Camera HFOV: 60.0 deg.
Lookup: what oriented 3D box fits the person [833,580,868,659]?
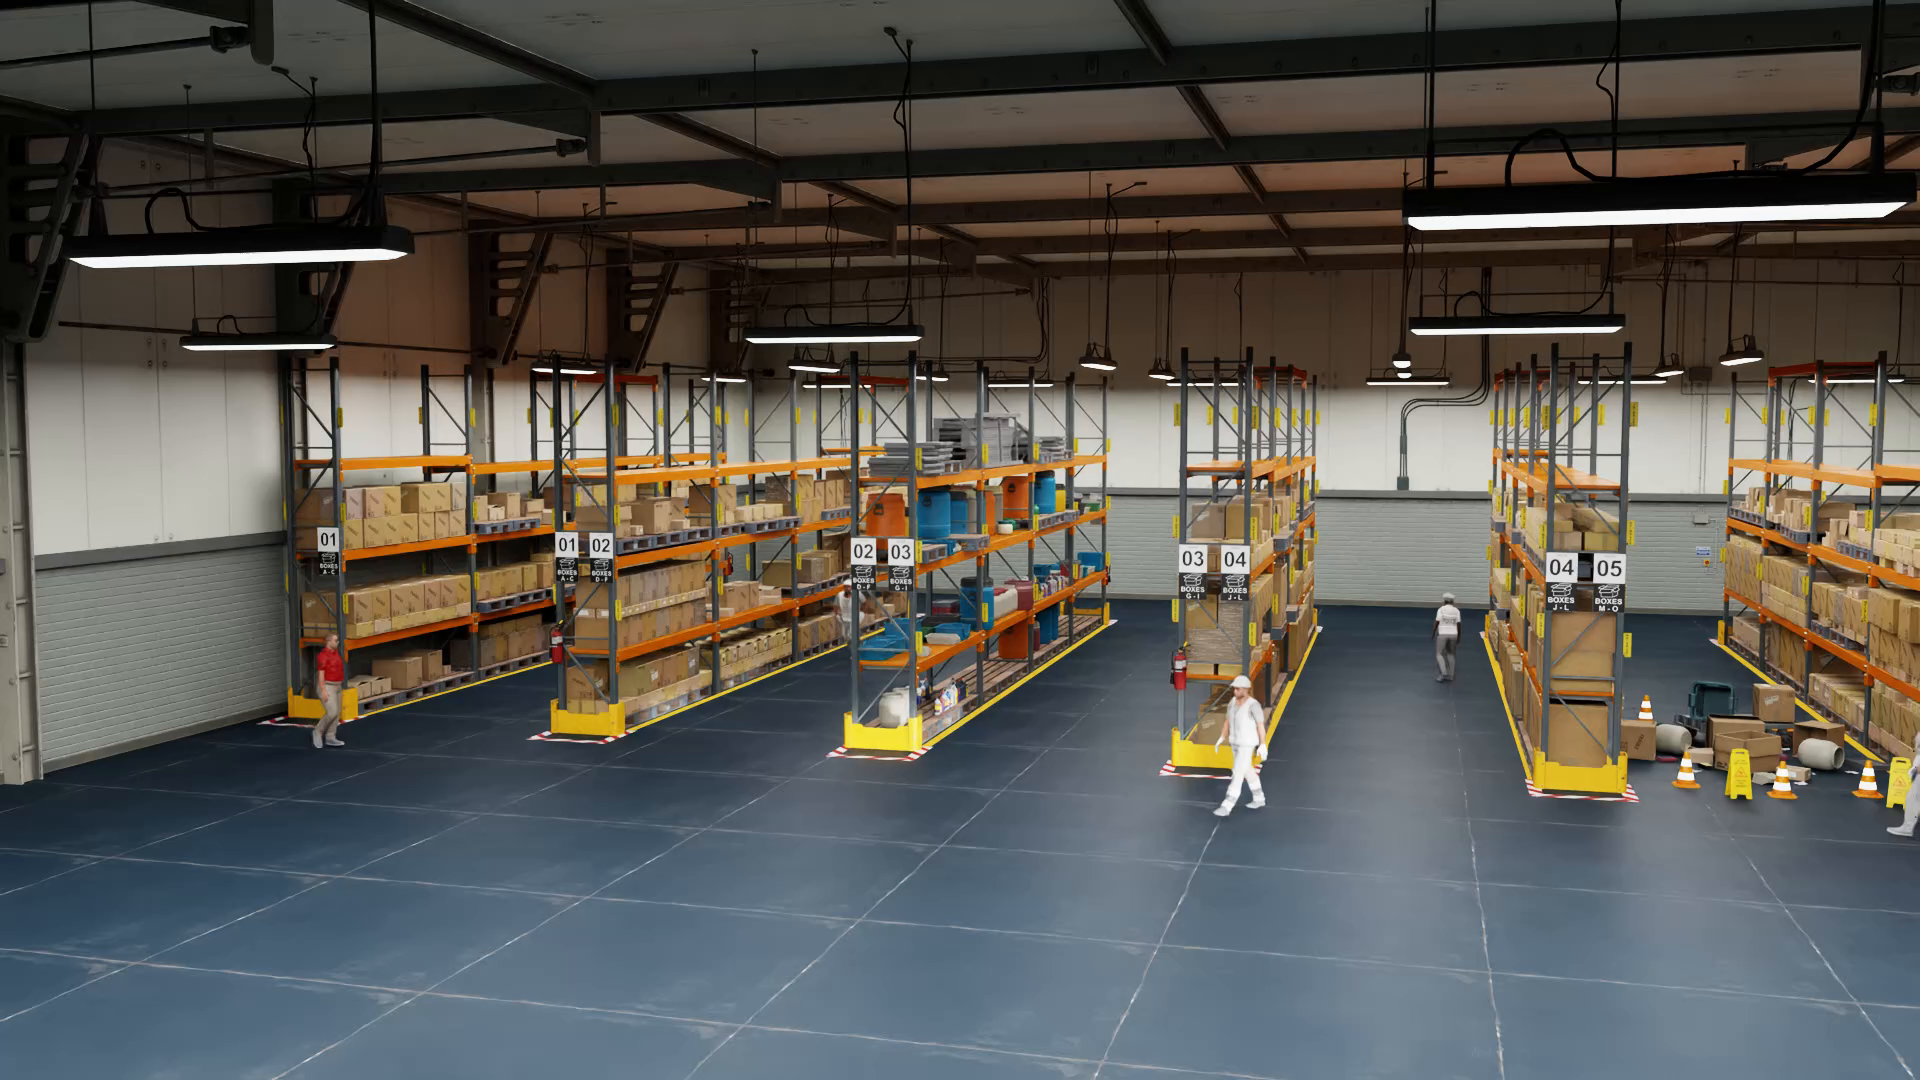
[{"bbox_3d":[-2.257,1.643,34.347,0.677,1.684,0.649,2,5,24],"label":"person"}]

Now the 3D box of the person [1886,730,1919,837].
[{"bbox_3d":[11.611,2.729,19.776,1.015,1.625,0.533,2,5,21],"label":"person"}]

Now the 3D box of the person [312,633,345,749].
[{"bbox_3d":[-9.572,2.275,25.222,0.473,1.730,0.564,1,4,11],"label":"person"}]

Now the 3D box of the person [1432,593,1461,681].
[{"bbox_3d":[9.314,1.861,31.702,0.518,1.660,0.584,0,4,-1],"label":"person"}]

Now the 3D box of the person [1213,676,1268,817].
[{"bbox_3d":[3.494,2.573,20.955,1.030,1.726,0.574,-2,5,-30],"label":"person"}]
